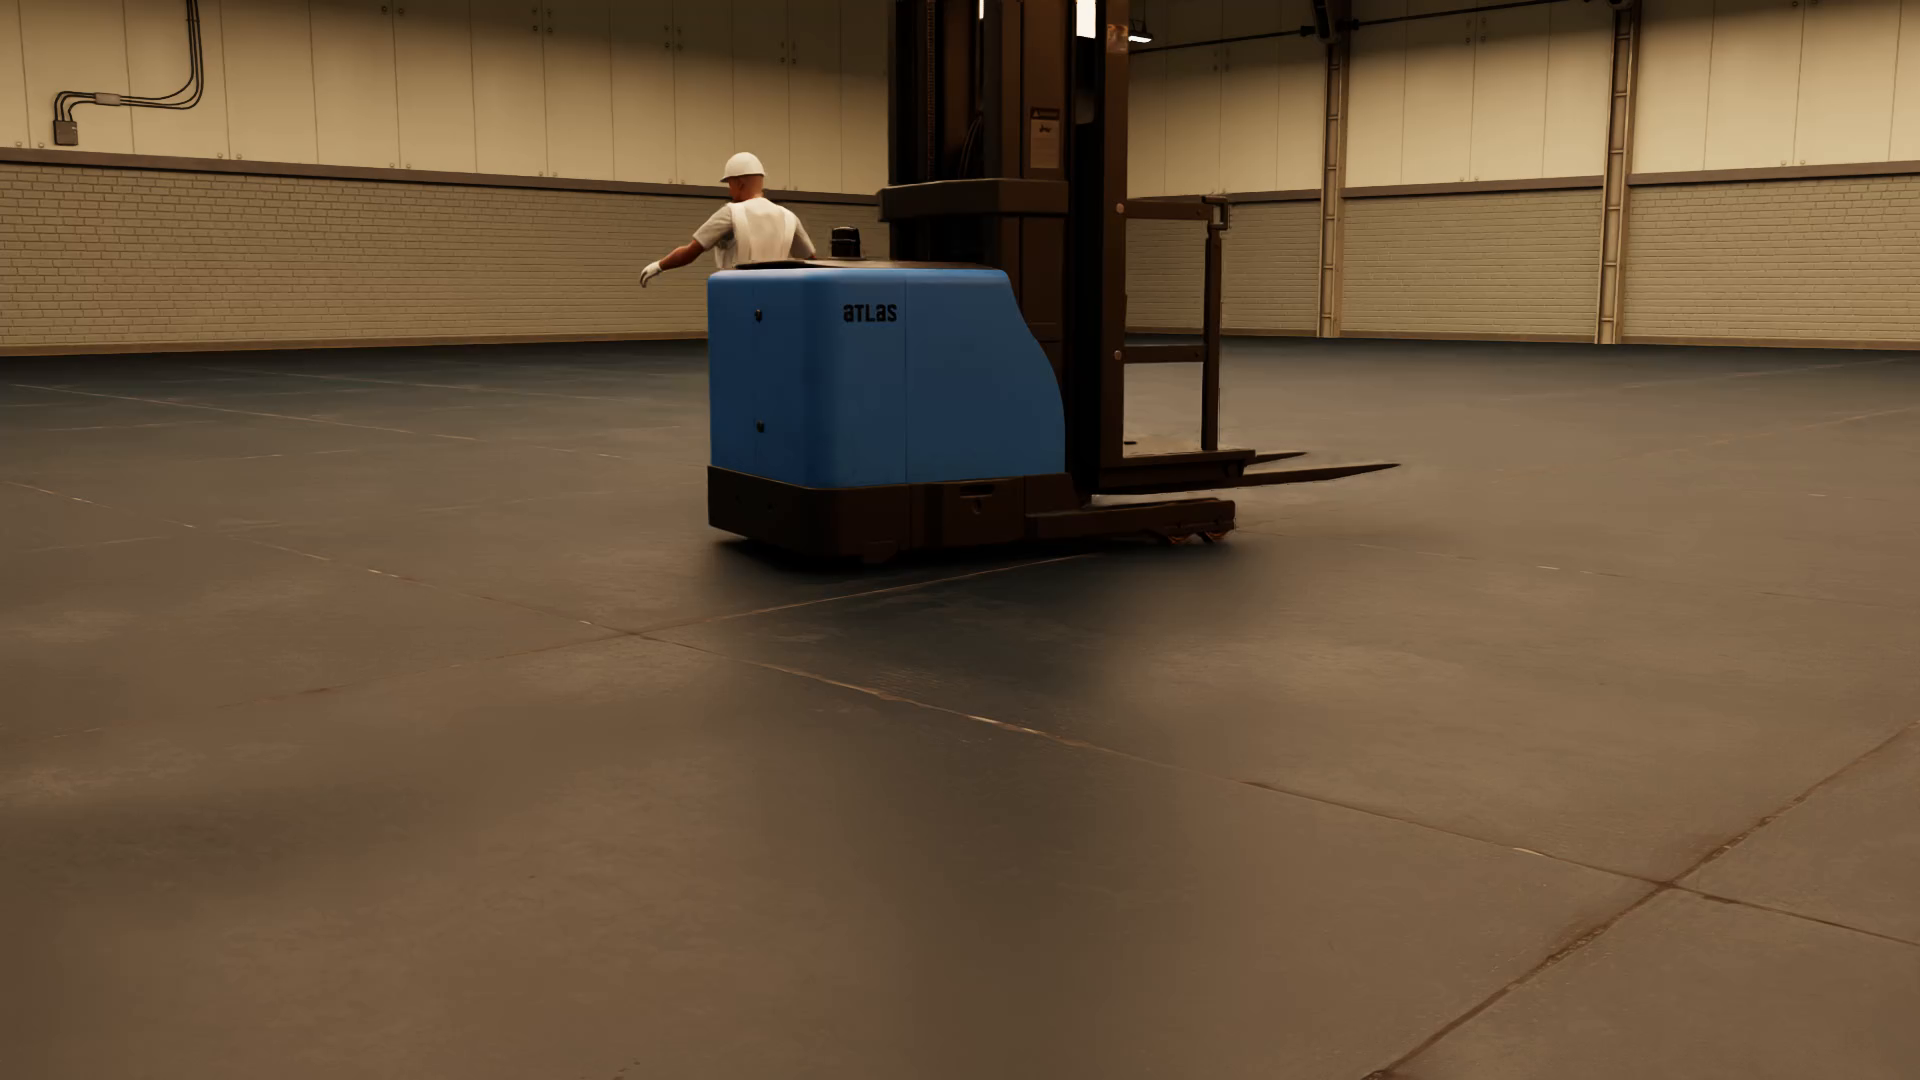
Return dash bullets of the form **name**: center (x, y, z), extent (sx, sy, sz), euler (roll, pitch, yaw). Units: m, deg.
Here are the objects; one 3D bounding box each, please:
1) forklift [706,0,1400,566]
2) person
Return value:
- **forklift**: center (0.520, -1.497, 6.814), extent (3.031, 2.935, 1.130), euler (-5, 10, -31)
- **person**: center (-1.193, -1.279, 9.377), extent (0.756, 1.760, 1.019), euler (8, 12, 44)
